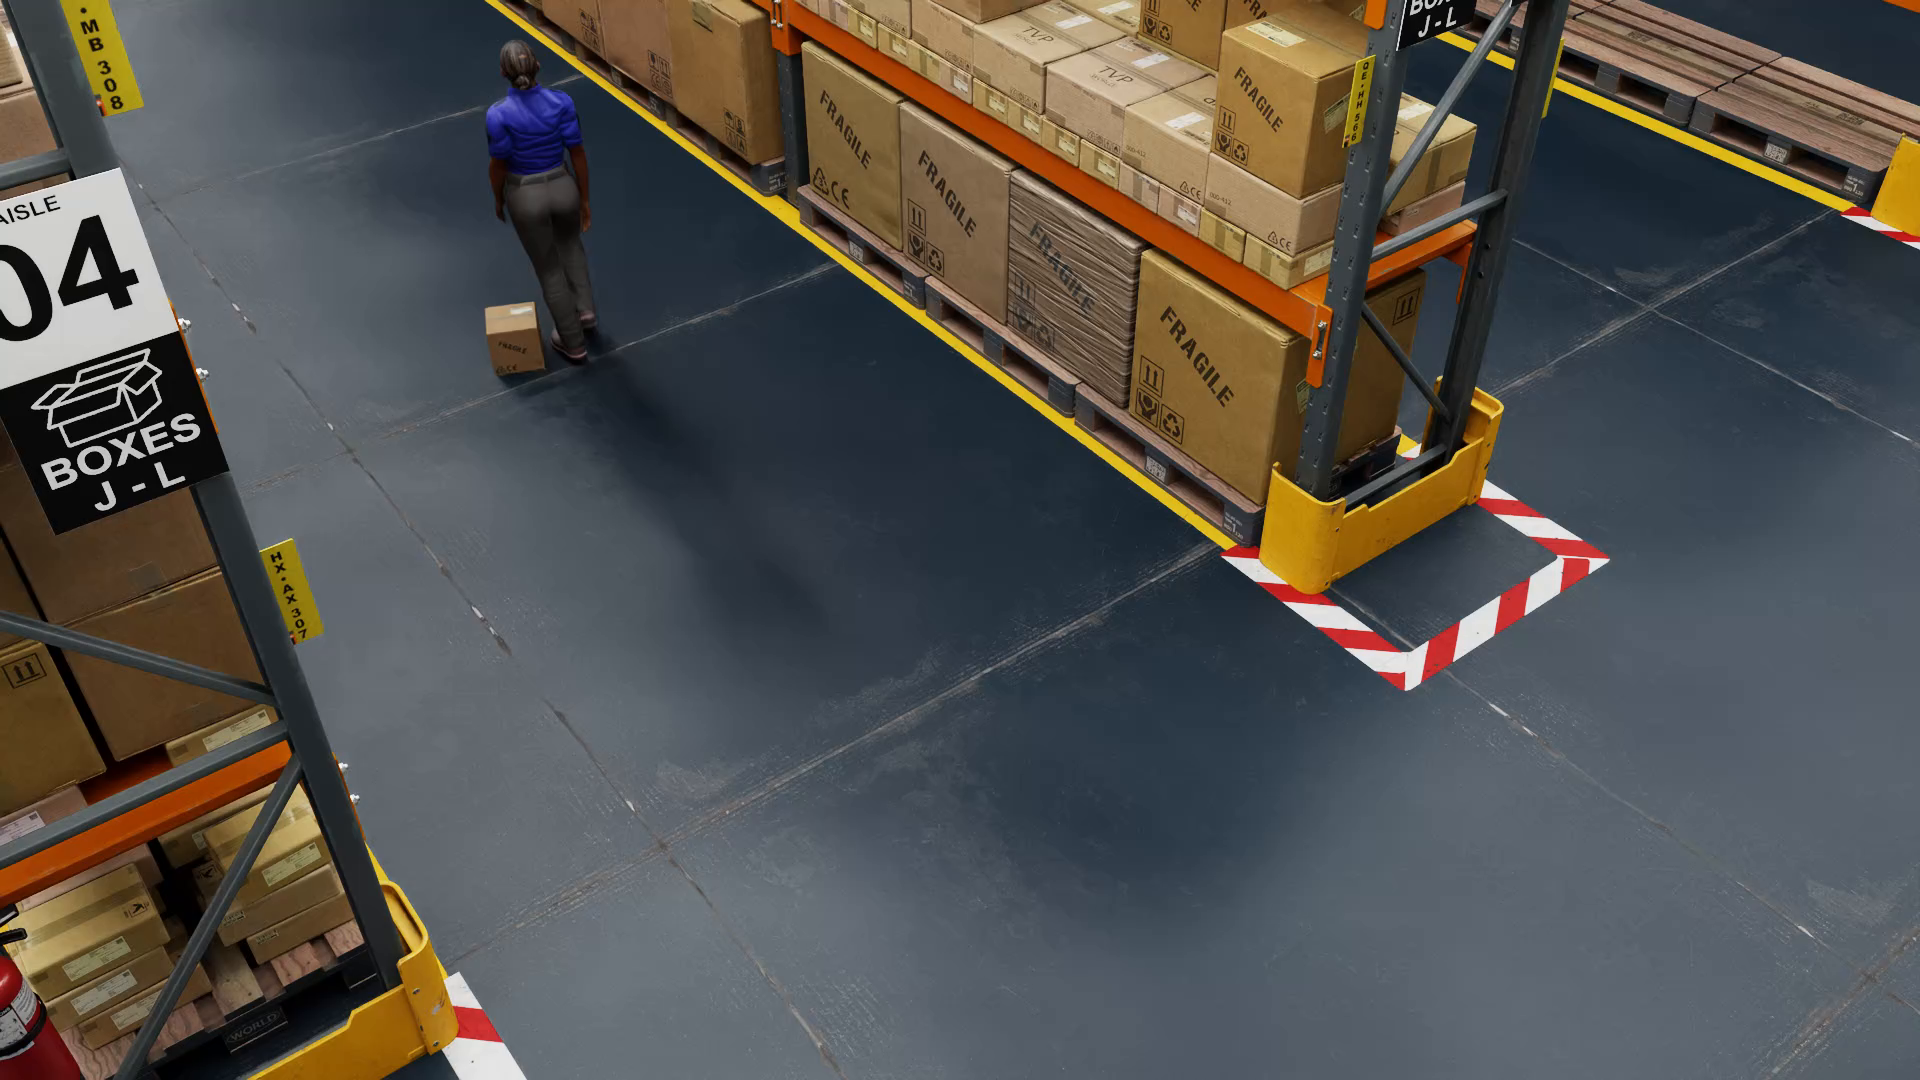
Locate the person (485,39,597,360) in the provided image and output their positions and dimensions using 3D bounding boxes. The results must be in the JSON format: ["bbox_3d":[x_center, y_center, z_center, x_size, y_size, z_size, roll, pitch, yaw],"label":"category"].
[{"bbox_3d":[-2.036,-1.640,8.088,0.440,1.704,0.475,-23,46,-24],"label":"person"}]
